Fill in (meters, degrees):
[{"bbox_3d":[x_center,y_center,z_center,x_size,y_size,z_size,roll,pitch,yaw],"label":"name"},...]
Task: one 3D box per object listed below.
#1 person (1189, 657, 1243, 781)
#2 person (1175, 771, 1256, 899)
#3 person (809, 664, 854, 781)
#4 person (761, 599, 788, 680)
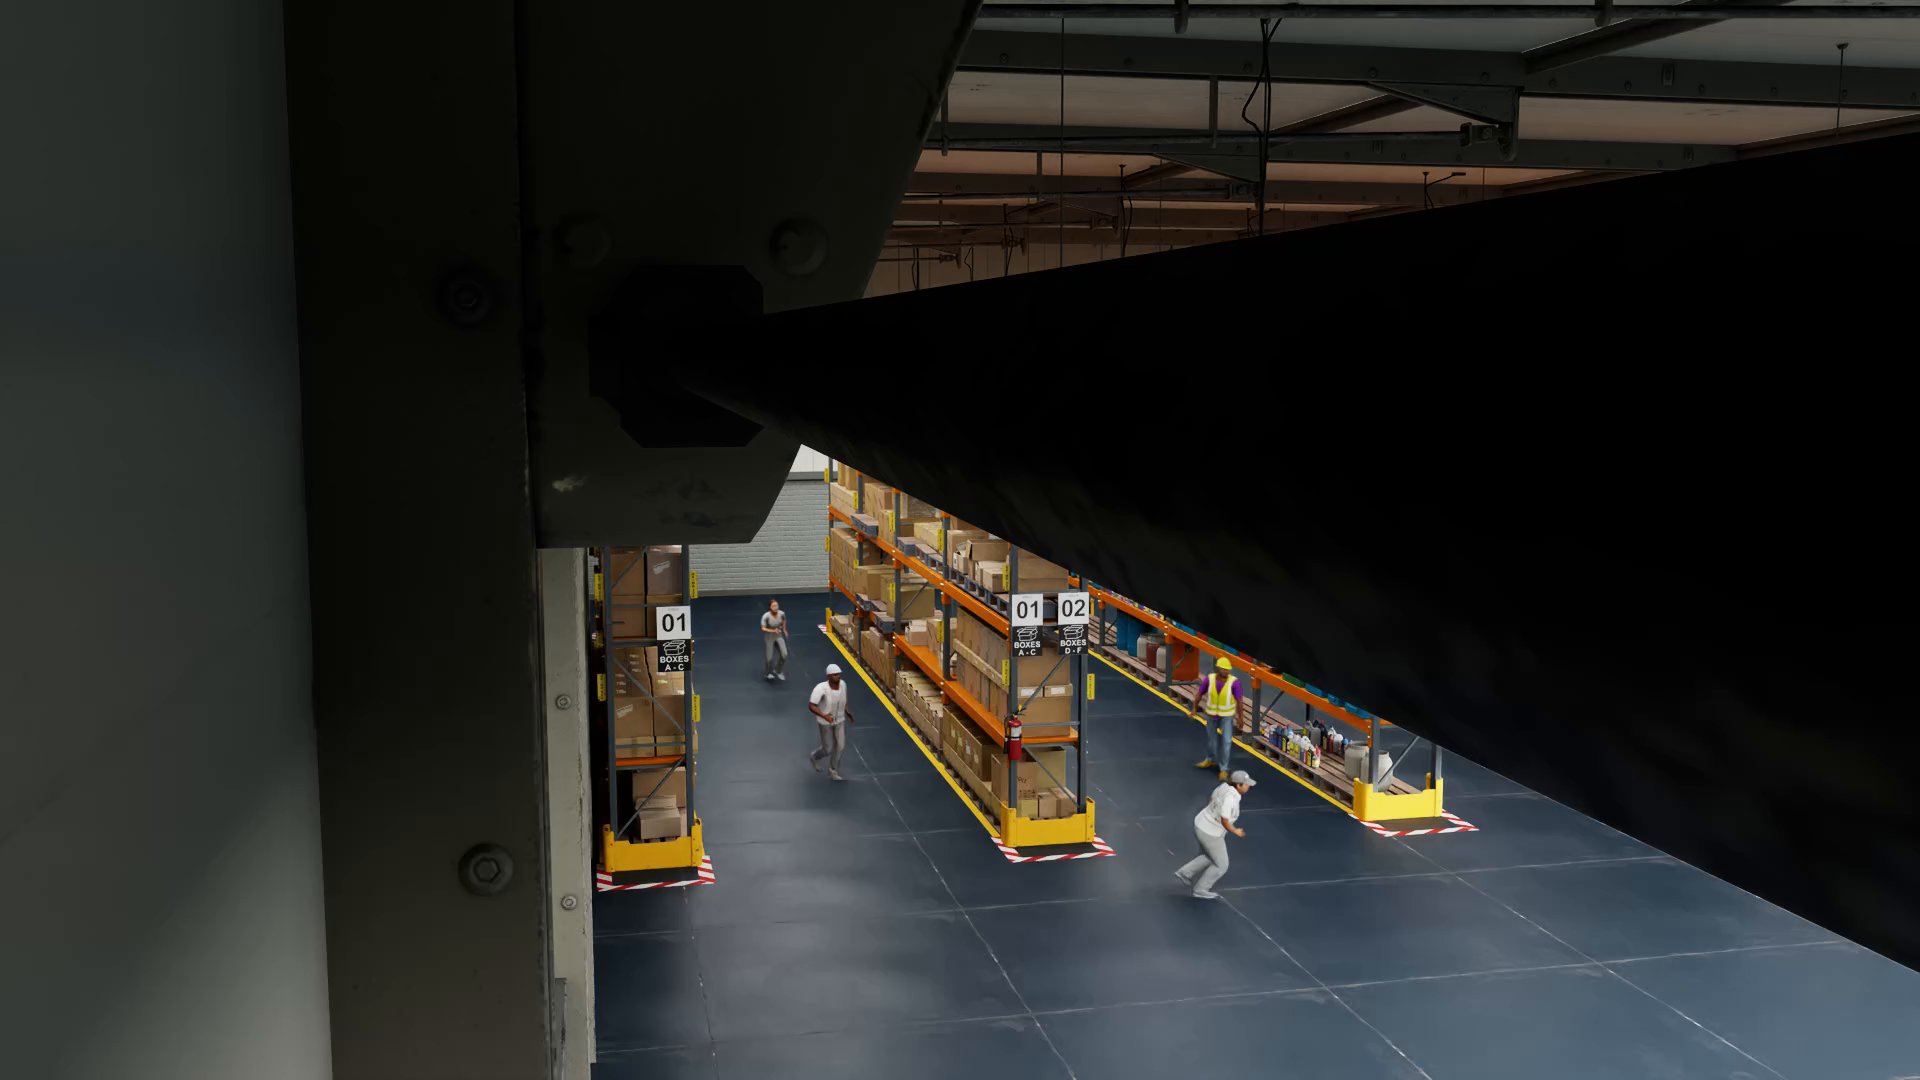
[{"bbox_3d":[3.769,2.575,24.404,0.761,1.759,0.767,3,7,24],"label":"person"},{"bbox_3d":[2.915,3.349,18.949,0.870,1.507,0.570,0,7,2],"label":"person"},{"bbox_3d":[-1.912,2.628,24.165,0.697,1.715,0.768,-5,8,-34],"label":"person"},{"bbox_3d":[-3.468,1.858,31.085,0.566,1.564,0.869,-3,7,-23],"label":"person"}]
